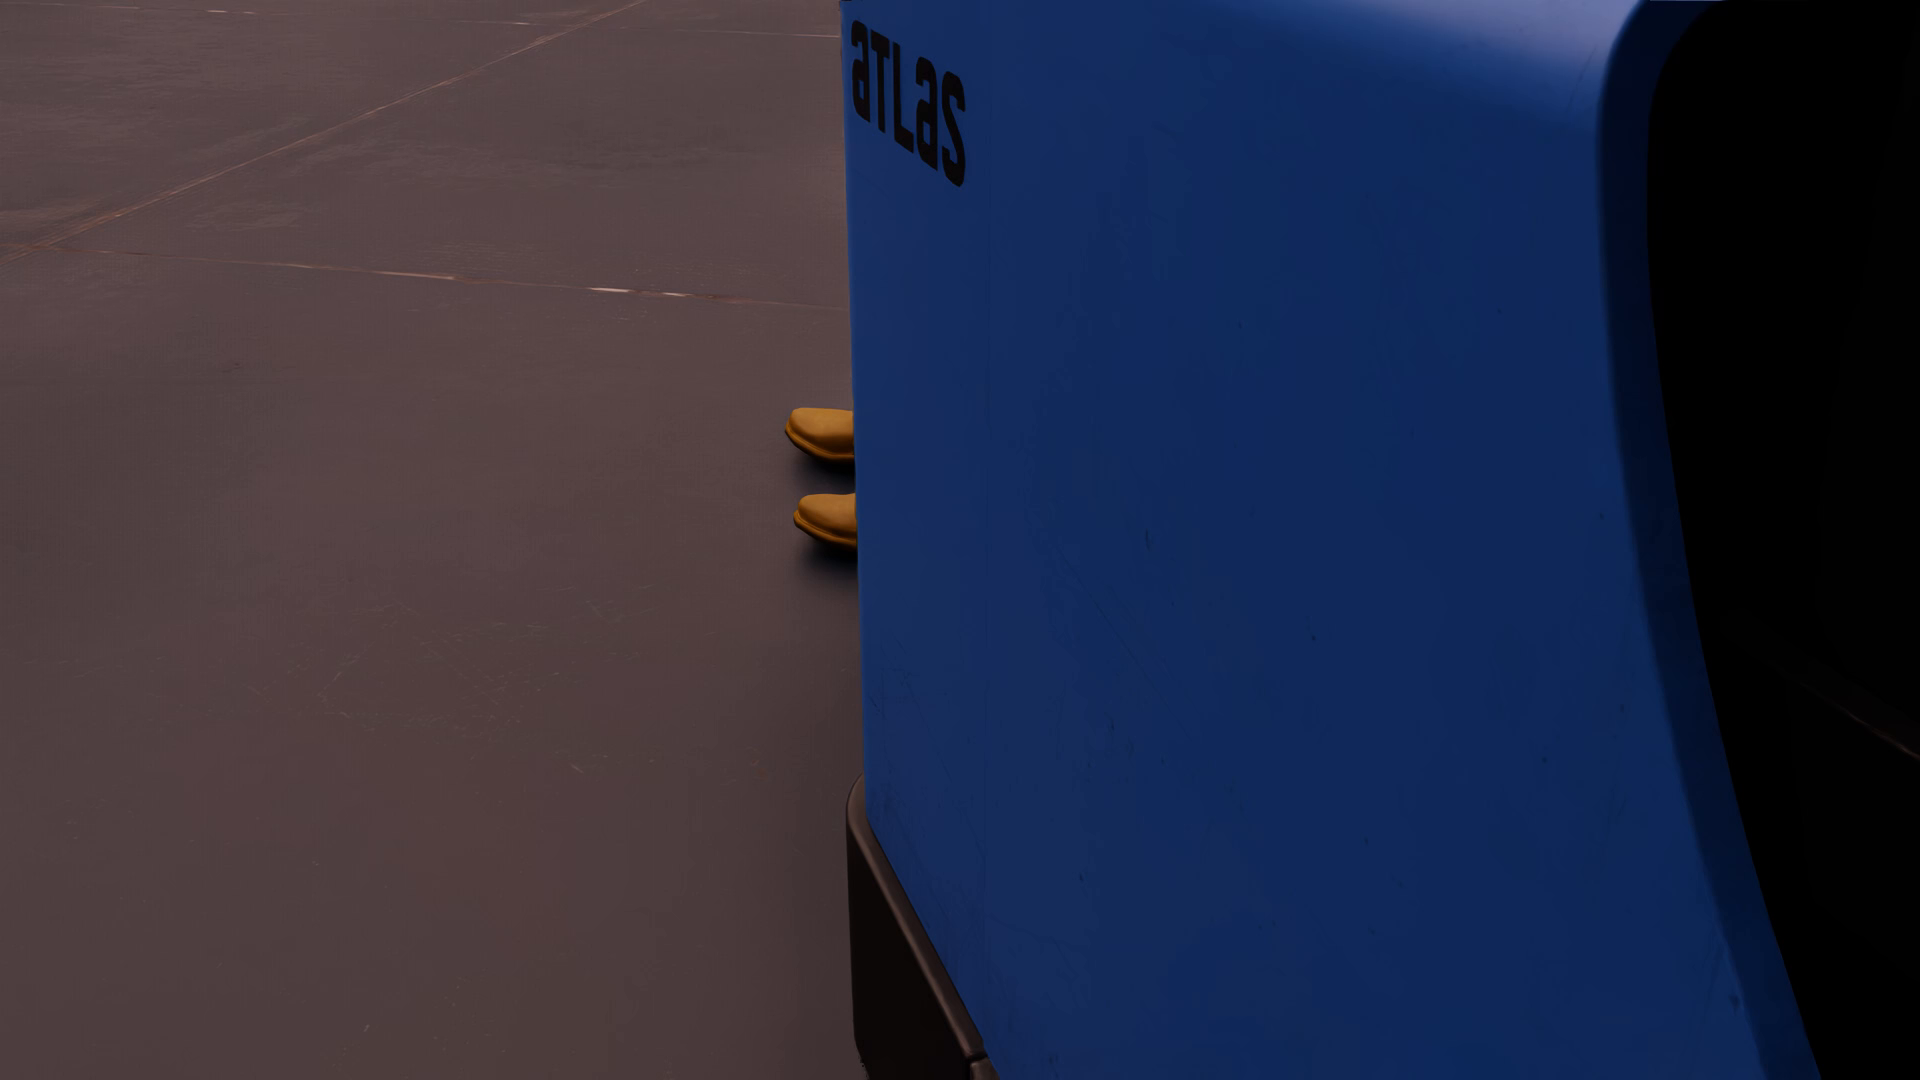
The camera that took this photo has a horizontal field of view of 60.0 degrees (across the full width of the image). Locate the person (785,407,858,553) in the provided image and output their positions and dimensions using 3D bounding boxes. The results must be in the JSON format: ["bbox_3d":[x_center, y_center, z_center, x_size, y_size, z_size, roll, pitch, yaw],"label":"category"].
[{"bbox_3d":[-0.068,-0.801,2.119,0.574,1.763,0.665,6,27,11],"label":"person"}]
